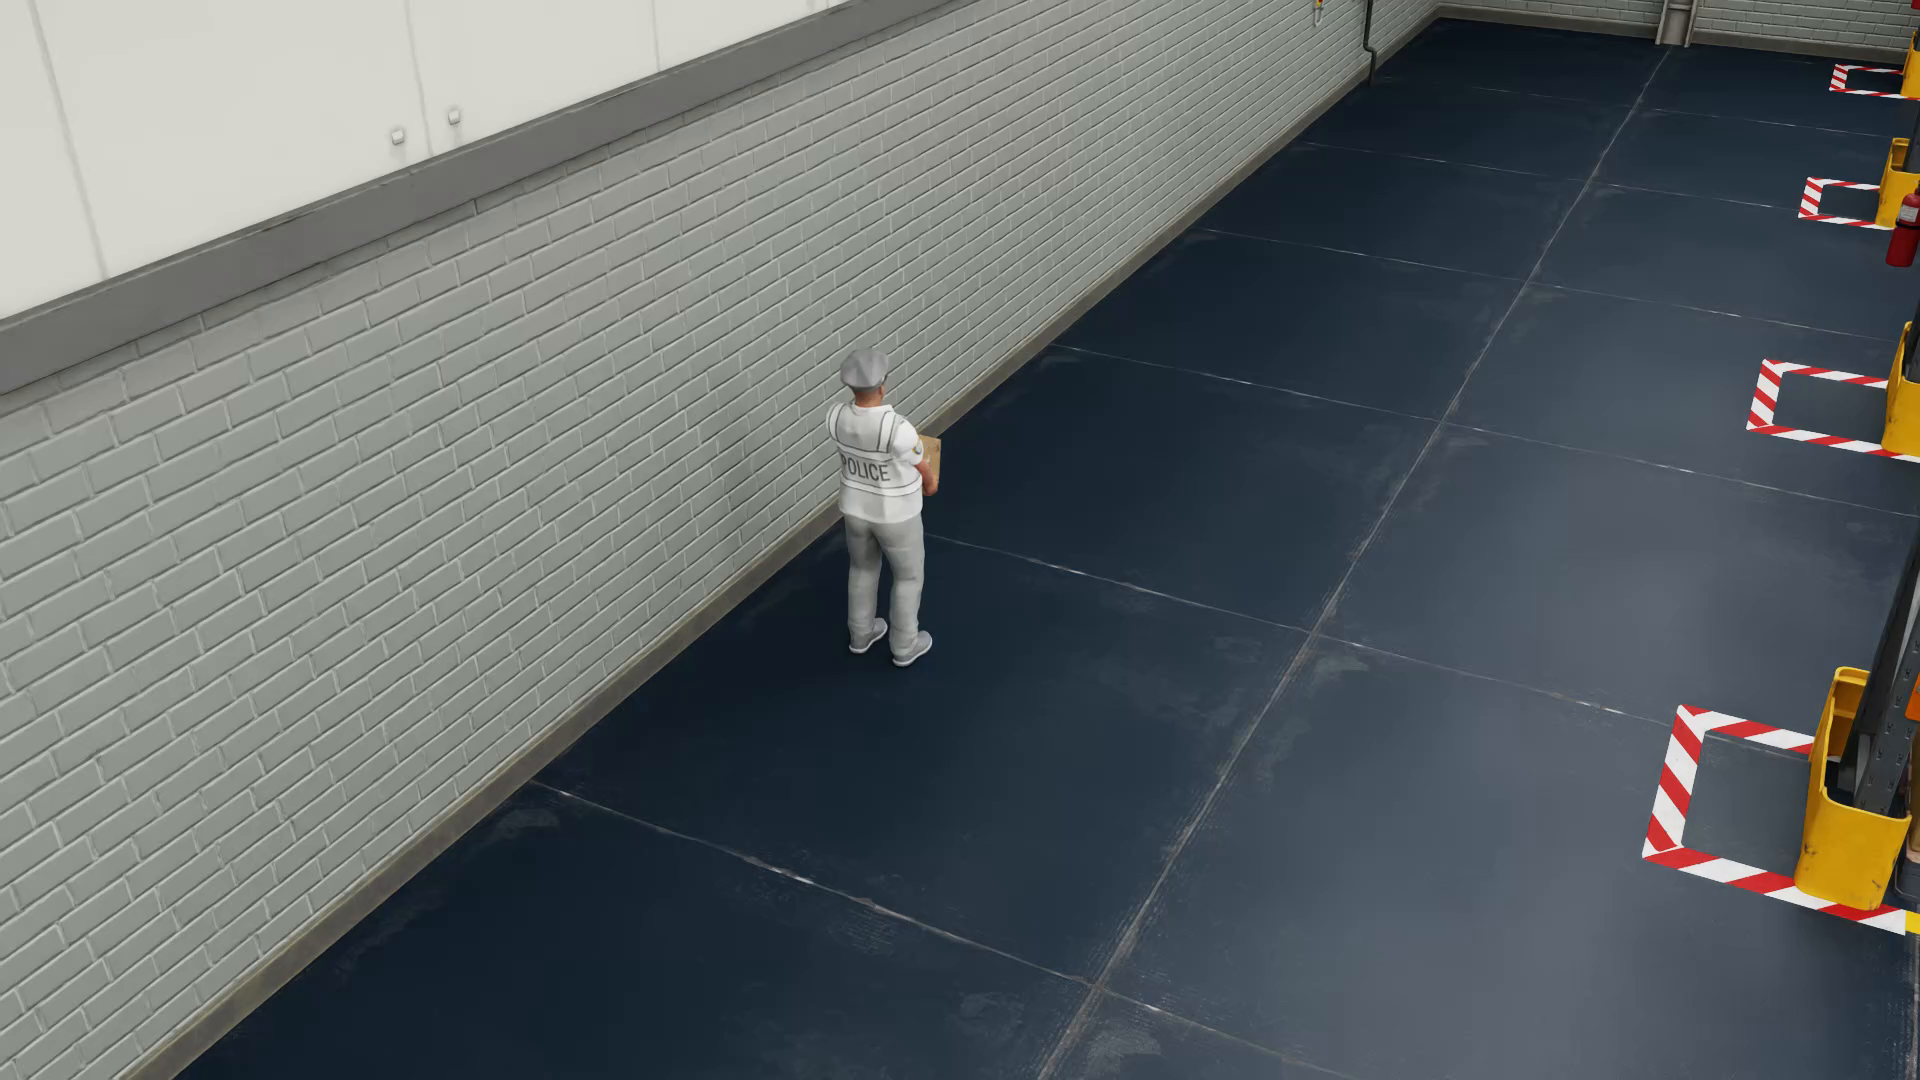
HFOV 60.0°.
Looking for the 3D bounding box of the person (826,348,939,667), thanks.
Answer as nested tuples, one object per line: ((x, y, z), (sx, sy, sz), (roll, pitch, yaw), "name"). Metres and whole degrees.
((-0.379, -0.205, 8.625), (0.494, 1.766, 0.565), (15, 33, 24), "person")
